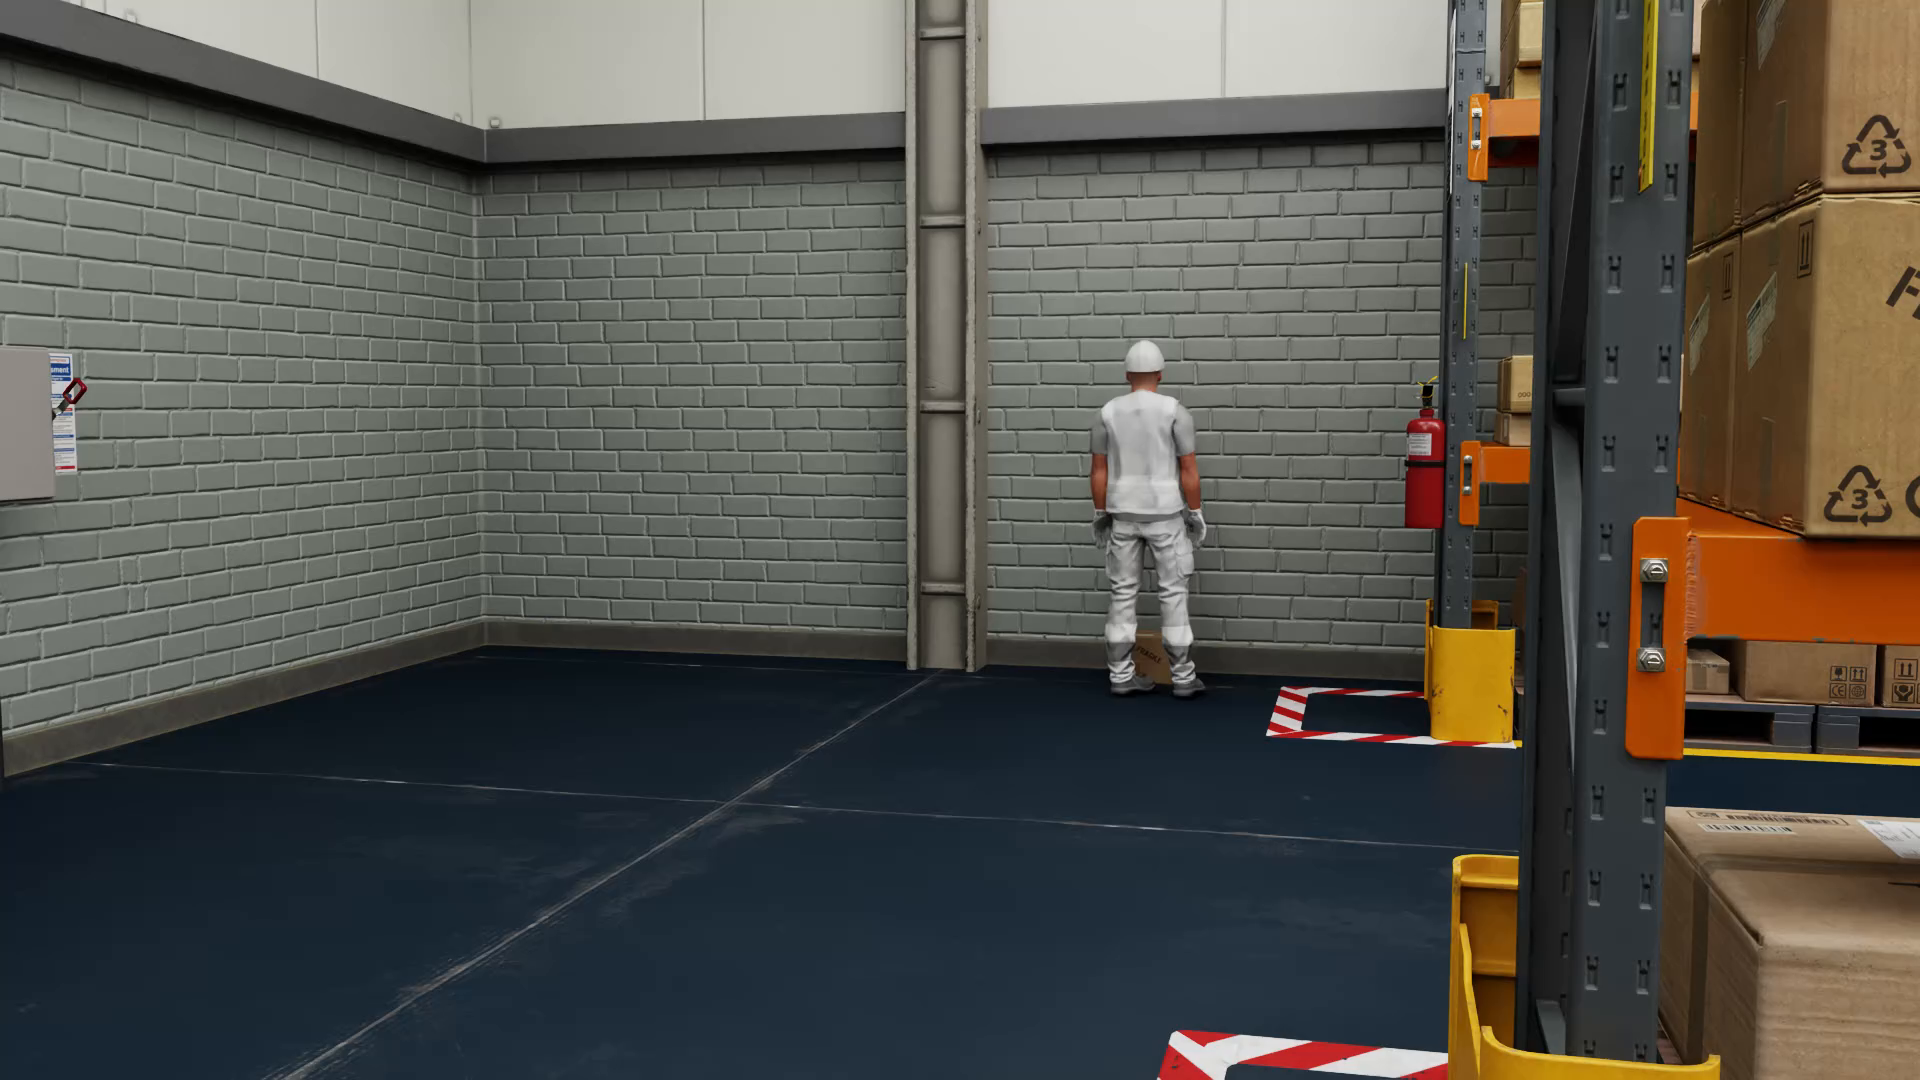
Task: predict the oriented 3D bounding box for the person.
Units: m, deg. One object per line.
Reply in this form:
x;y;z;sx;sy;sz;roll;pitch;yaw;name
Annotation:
0.957;-0.089;8.459;0.587;1.749;0.382;2;5;21;person
